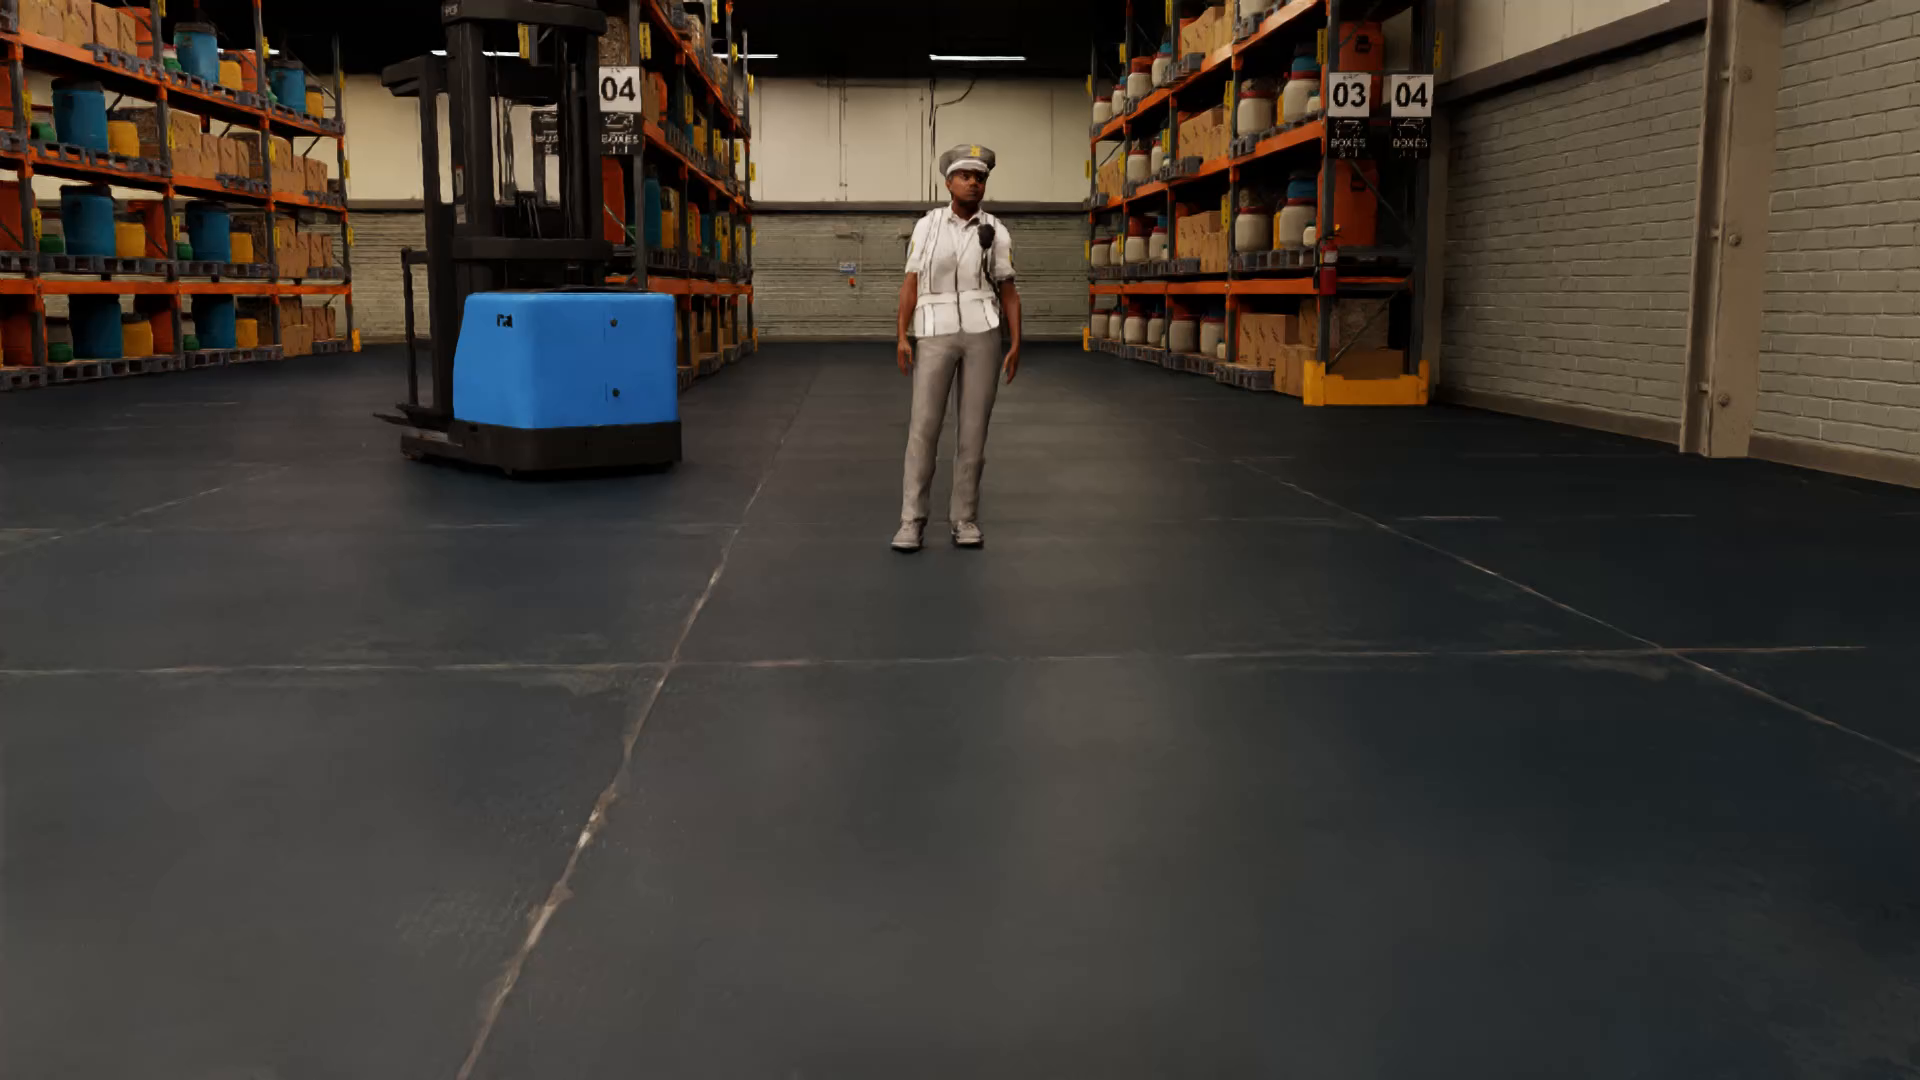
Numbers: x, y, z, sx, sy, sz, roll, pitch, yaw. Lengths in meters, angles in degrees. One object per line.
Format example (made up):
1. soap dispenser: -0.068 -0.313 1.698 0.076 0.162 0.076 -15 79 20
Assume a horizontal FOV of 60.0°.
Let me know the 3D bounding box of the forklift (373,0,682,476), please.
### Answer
1. forklift: -2.996 -1.991 10.737 1.130 2.935 3.031 -7 11 -38

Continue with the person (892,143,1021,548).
1. person: -0.015 -0.834 7.109 0.570 1.693 0.529 -1 8 -4
